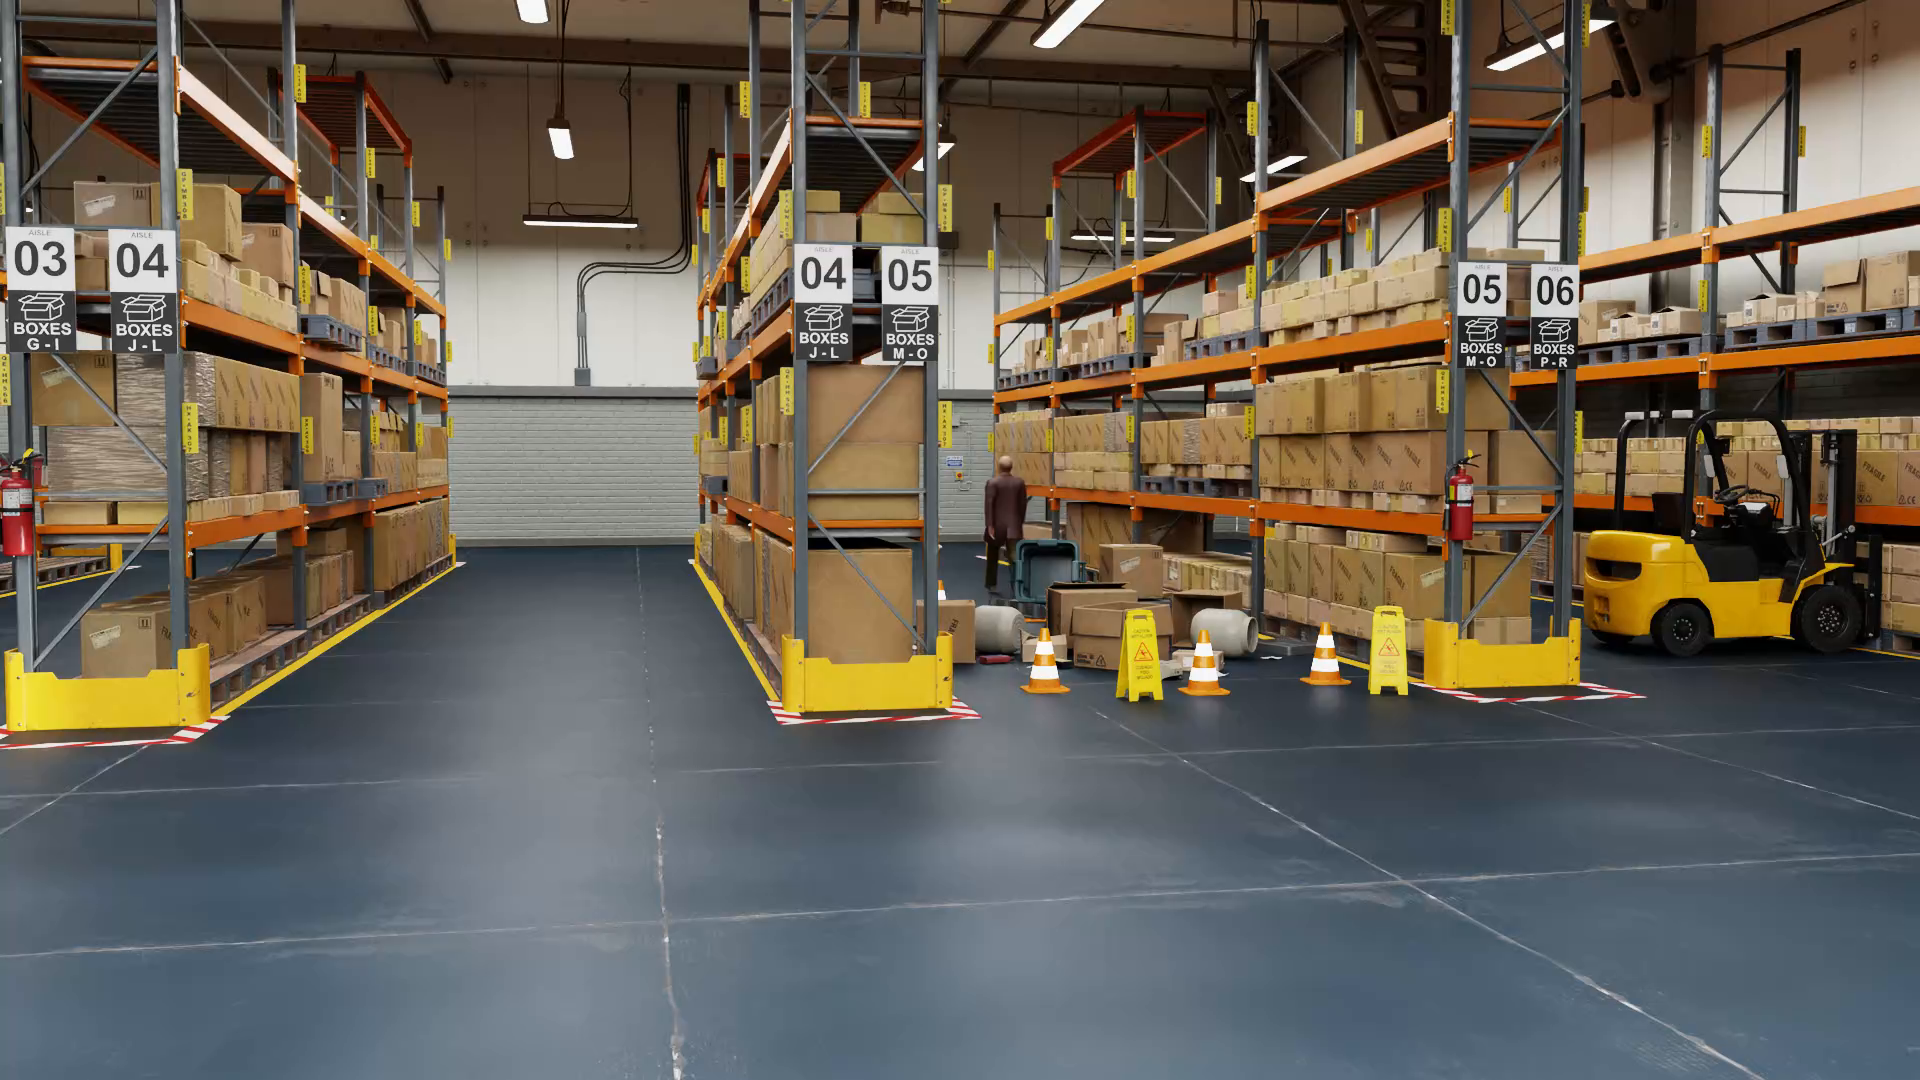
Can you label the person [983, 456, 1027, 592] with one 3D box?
[{"bbox_3d":[0.566,-0.205,21.096,0.574,1.727,1.101,0,3,-9],"label":"person"}]
